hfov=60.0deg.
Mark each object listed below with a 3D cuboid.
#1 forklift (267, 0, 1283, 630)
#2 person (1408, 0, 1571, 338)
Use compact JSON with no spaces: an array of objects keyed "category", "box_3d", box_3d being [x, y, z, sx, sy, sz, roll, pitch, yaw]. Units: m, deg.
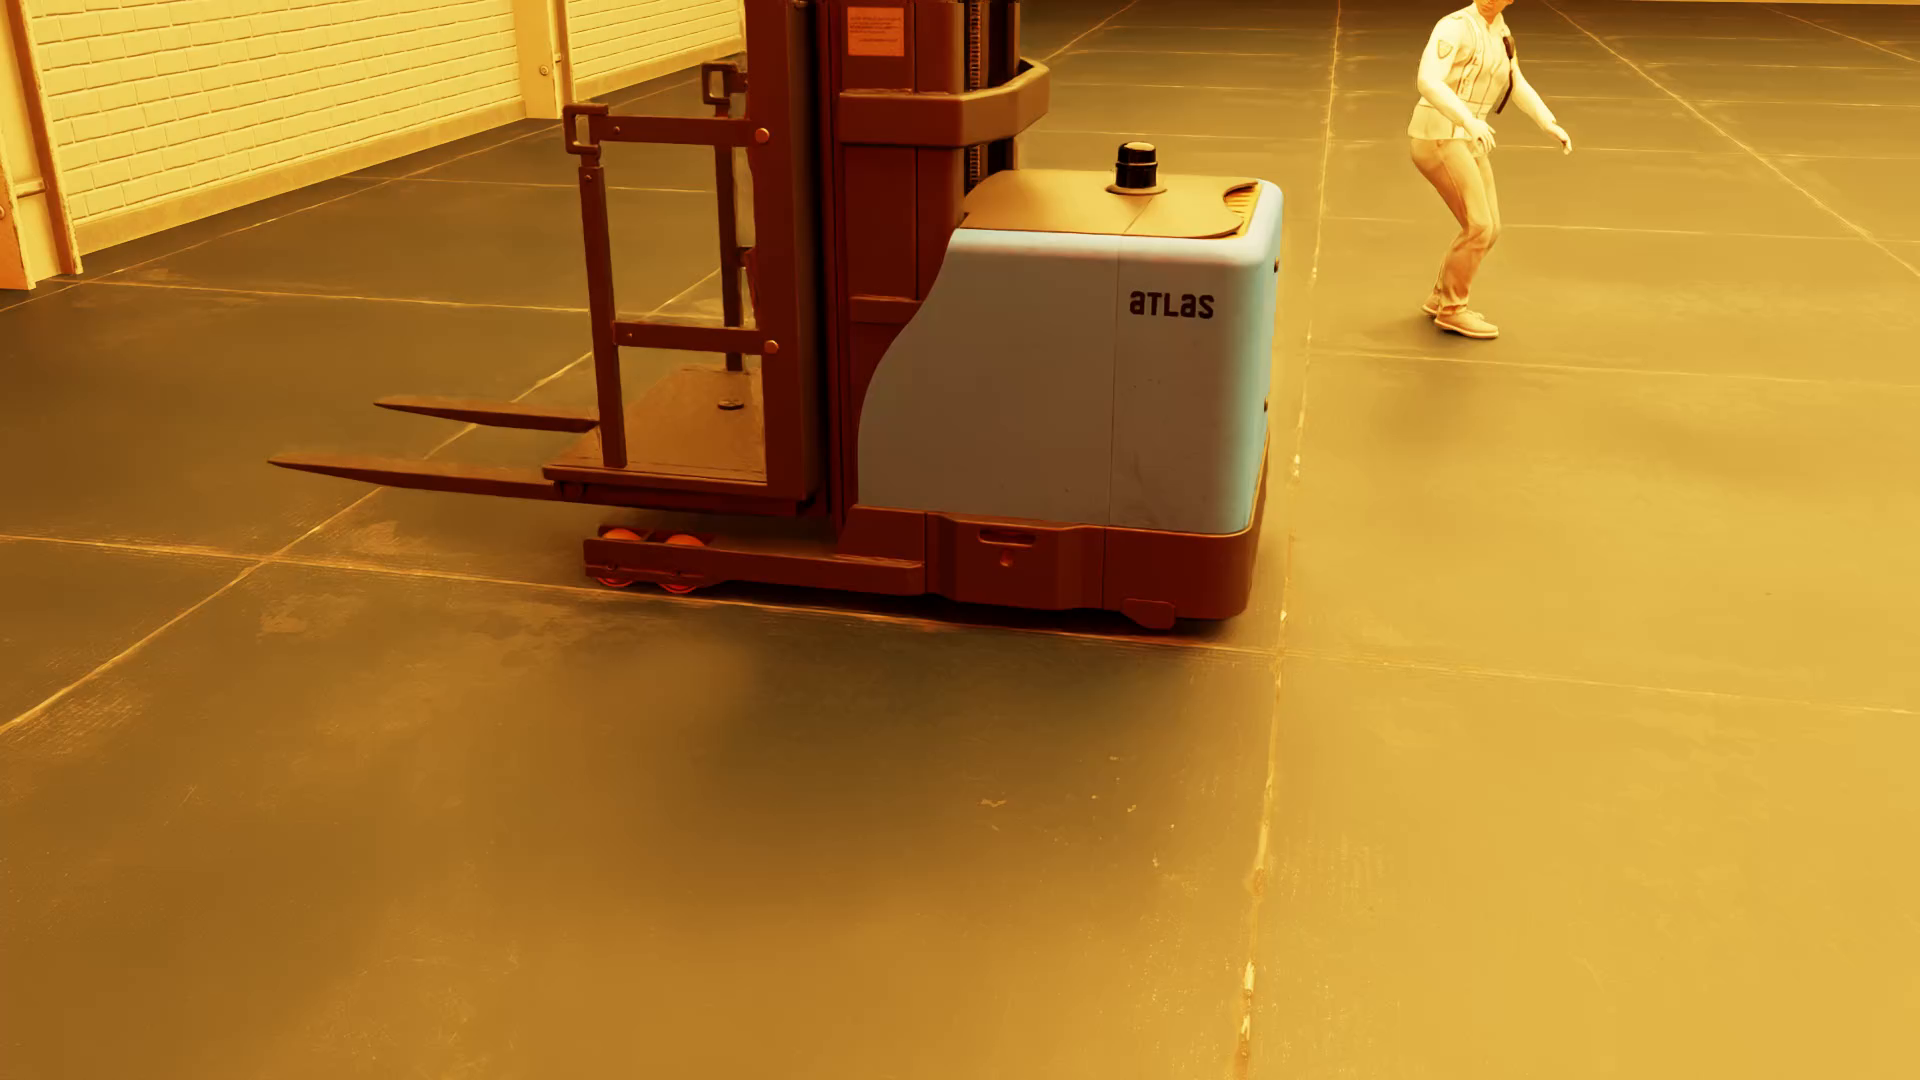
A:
[{"category":"forklift","box_3d":[-0.605,-1.391,4.678,3.031,2.935,1.130,5,23,12]},{"category":"person","box_3d":[2.263,-1.686,7.201,0.593,1.635,0.730,18,28,37]}]
